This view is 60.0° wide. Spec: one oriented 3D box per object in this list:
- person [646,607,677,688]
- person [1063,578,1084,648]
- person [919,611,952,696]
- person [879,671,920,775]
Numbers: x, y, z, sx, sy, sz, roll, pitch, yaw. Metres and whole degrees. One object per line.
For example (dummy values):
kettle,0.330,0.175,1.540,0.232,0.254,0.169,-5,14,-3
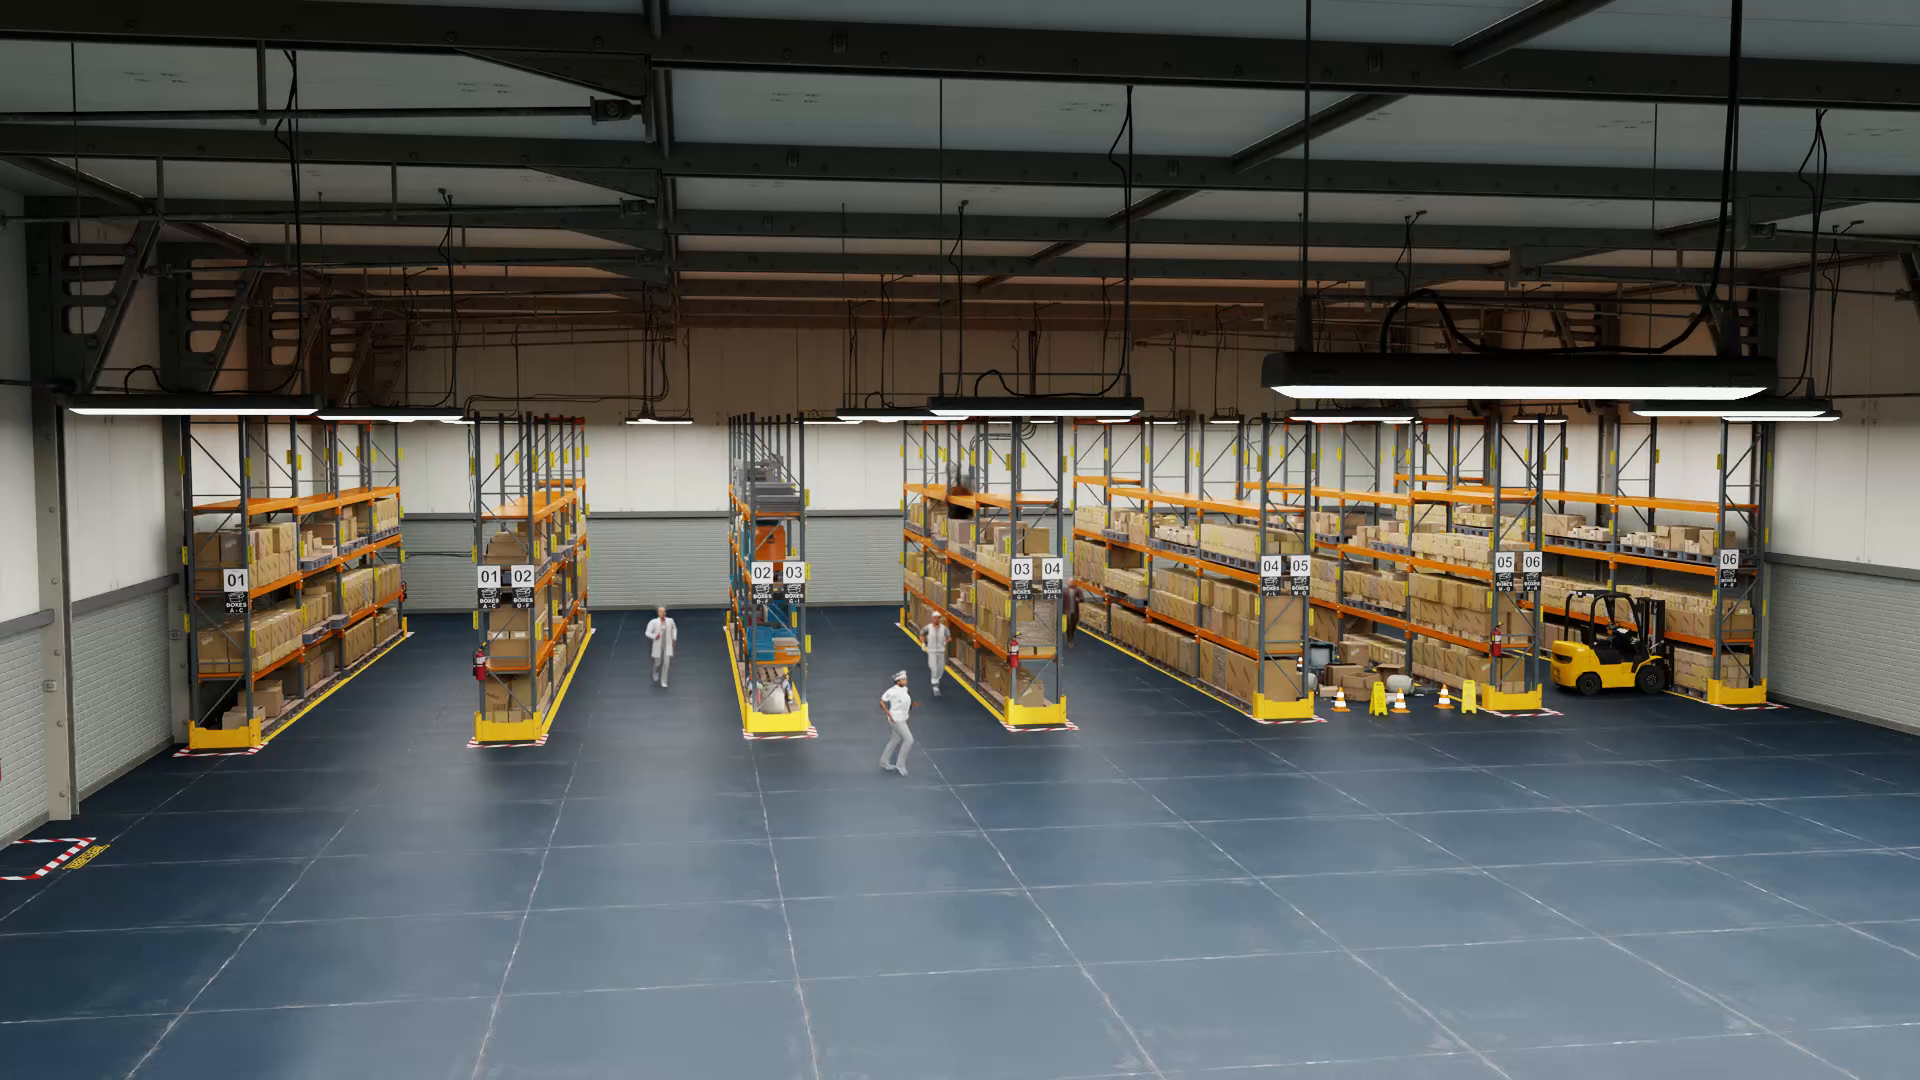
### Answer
person,-6.582,2.450,36.702,0.710,1.542,0.834,-1,4,-21
person,2.880,1.869,43.184,0.695,1.780,1.046,-1,4,-10
person,-0.503,2.404,35.469,0.673,1.777,0.872,-1,4,-14
person,-1.003,3.024,27.555,0.728,1.754,0.545,1,4,20
